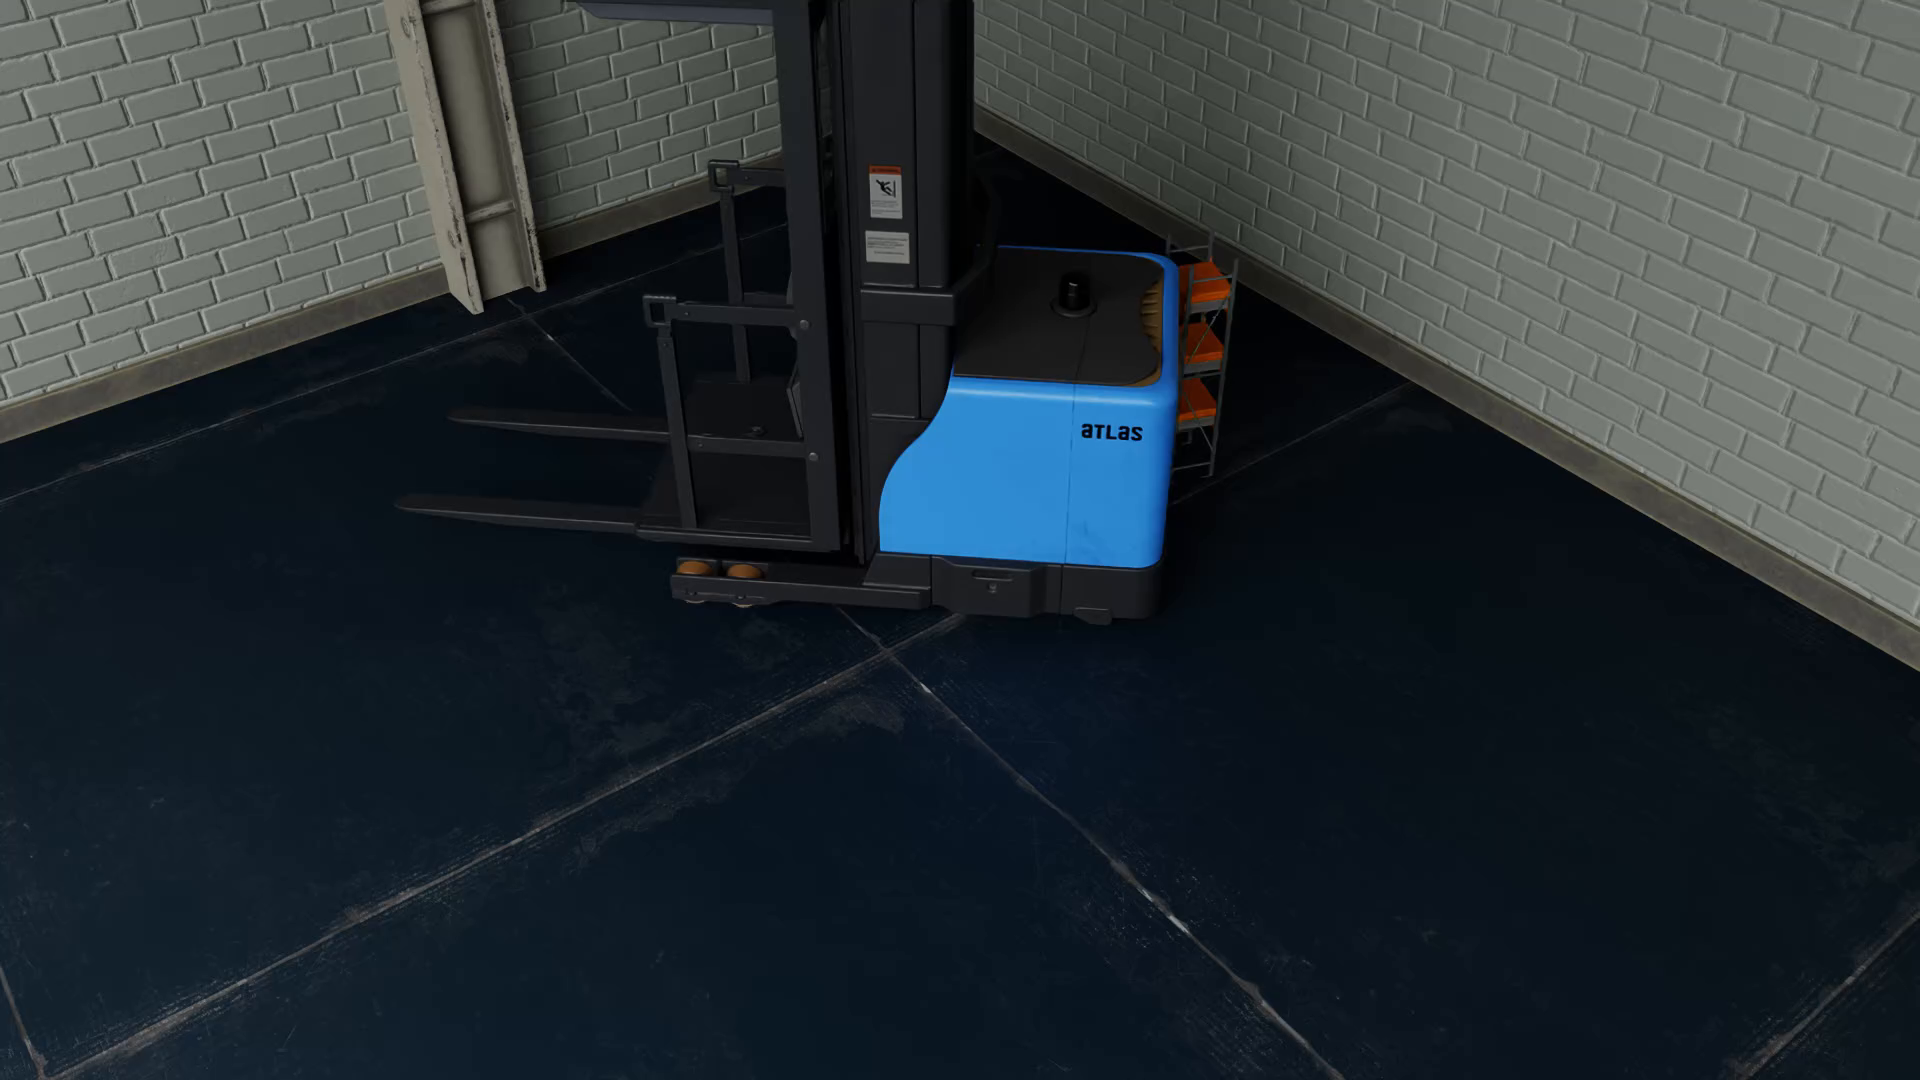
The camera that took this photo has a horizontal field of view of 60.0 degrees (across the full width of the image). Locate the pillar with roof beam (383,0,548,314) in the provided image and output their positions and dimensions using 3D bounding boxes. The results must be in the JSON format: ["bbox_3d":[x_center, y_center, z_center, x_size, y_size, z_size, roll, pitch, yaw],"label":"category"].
[{"bbox_3d":[0.324,-2.563,2.779,0.400,9.000,9.100,-26,46,-28],"label":"pillar with roof beam"}]

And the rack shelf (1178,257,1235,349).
[{"bbox_3d":[0.946,-0.948,6.647,0.215,0.259,0.240,-10,40,-12],"label":"rack shelf"}]

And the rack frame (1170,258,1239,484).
[{"bbox_3d":[0.979,-0.662,6.730,0.200,1.050,0.008,-10,40,-12],"label":"rack frame"}]

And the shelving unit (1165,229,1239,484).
[{"bbox_3d":[0.946,-0.737,6.821,0.215,1.050,0.252,-10,40,-12],"label":"shelving unit"}]

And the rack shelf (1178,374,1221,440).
[{"bbox_3d":[0.946,-0.514,7.004,0.215,0.259,0.240,-10,40,-12],"label":"rack shelf"}]

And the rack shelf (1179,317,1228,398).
[{"bbox_3d":[0.946,-0.729,6.827,0.215,0.259,0.240,-10,40,-12],"label":"rack shelf"}]

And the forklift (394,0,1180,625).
[{"bbox_3d":[-0.695,-1.205,5.907,3.031,2.935,1.130,4,40,5],"label":"forklift"}]

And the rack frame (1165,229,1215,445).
[{"bbox_3d":[0.913,-0.811,6.911,0.200,1.050,0.008,-10,40,-12],"label":"rack frame"}]
